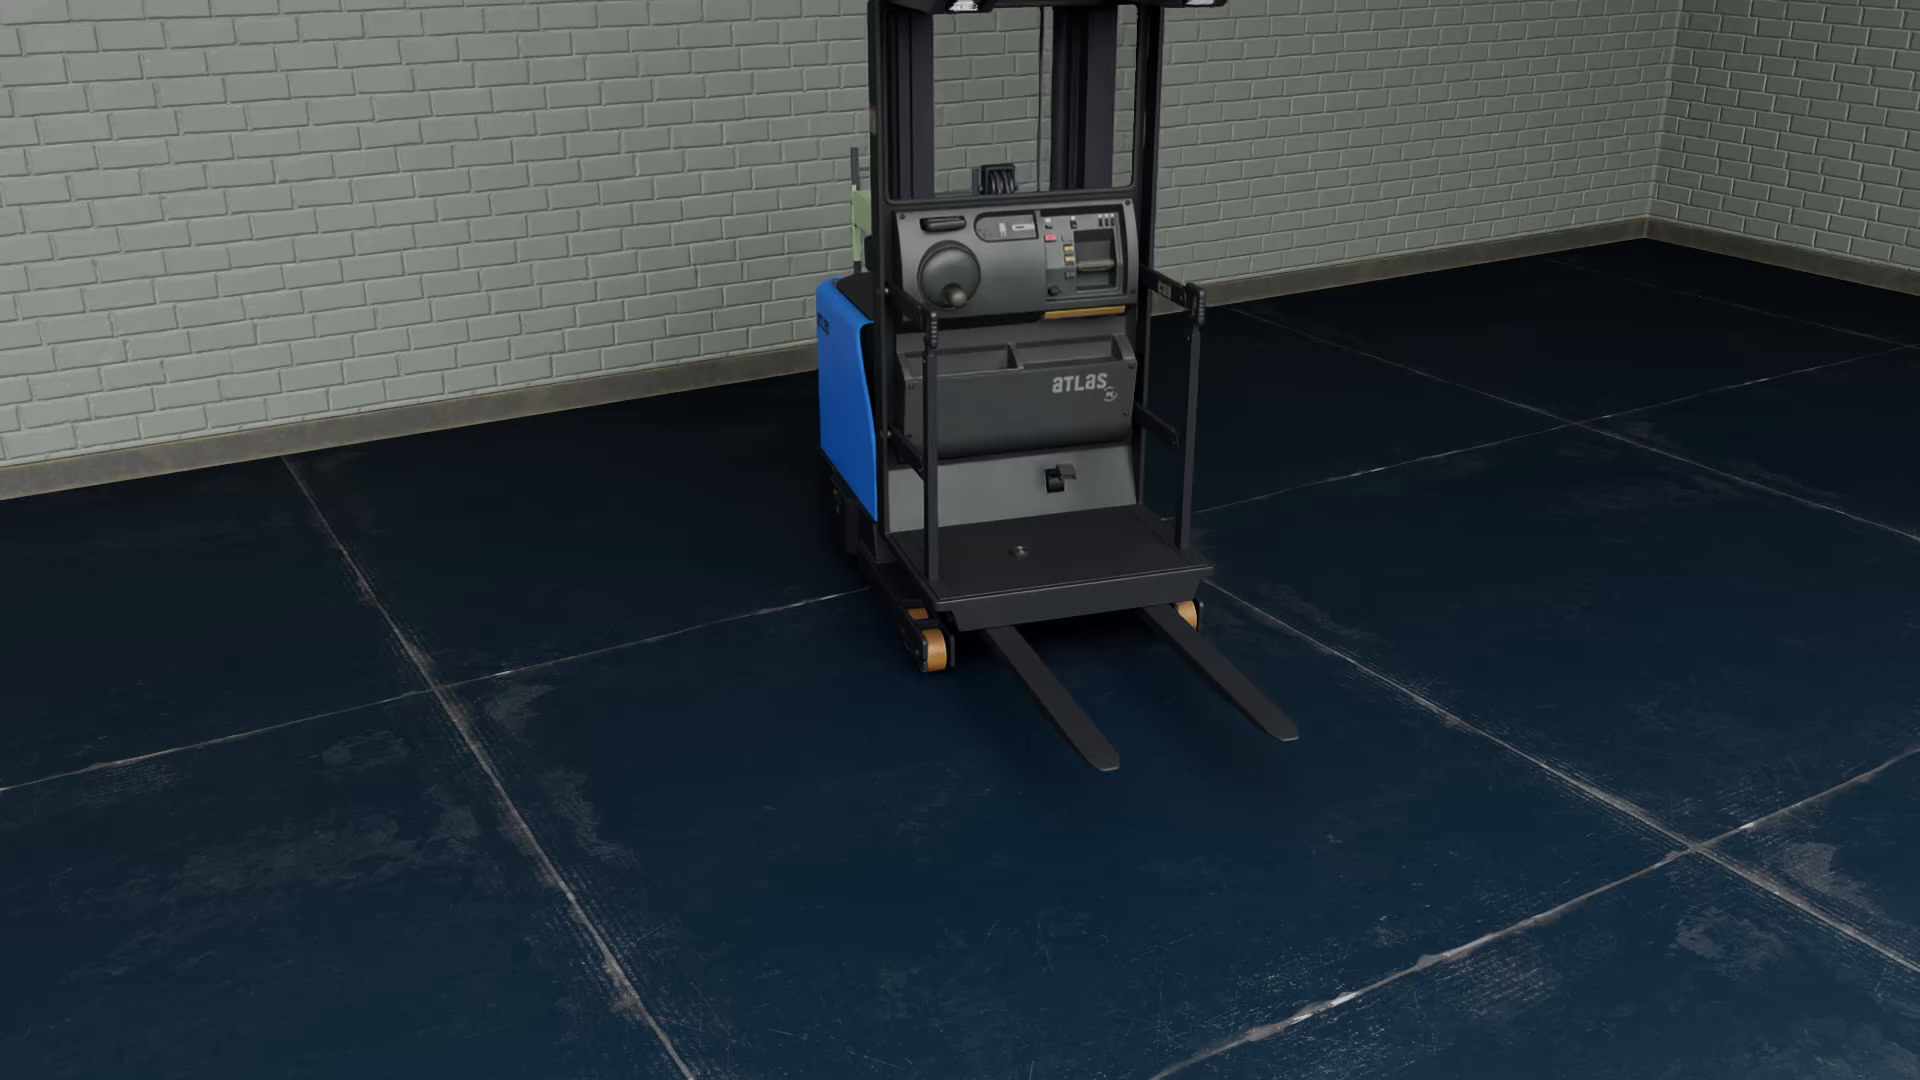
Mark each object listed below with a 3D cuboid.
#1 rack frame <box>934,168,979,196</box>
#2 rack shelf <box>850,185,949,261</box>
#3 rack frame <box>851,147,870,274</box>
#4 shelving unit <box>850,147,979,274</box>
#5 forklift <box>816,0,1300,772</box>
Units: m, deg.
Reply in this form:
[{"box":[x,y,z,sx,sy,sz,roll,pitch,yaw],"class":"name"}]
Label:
[{"box":[-0.107,-0.938,7.628,0.400,1.500,0.023,-7,23,-16],"class":"rack frame"},{"box":[-0.218,-1.431,7.804,0.431,0.370,0.720,-7,23,-16],"class":"rack shelf"},{"box":[-0.329,-1.201,8.274,0.400,1.500,0.023,-7,23,-16],"class":"rack frame"},{"box":[-0.218,-1.070,7.951,0.431,1.500,0.755,-7,23,-16],"class":"shelving unit"},{"box":[0.286,-1.038,5.972,1.130,2.935,3.031,-7,23,-16],"class":"forklift"}]
